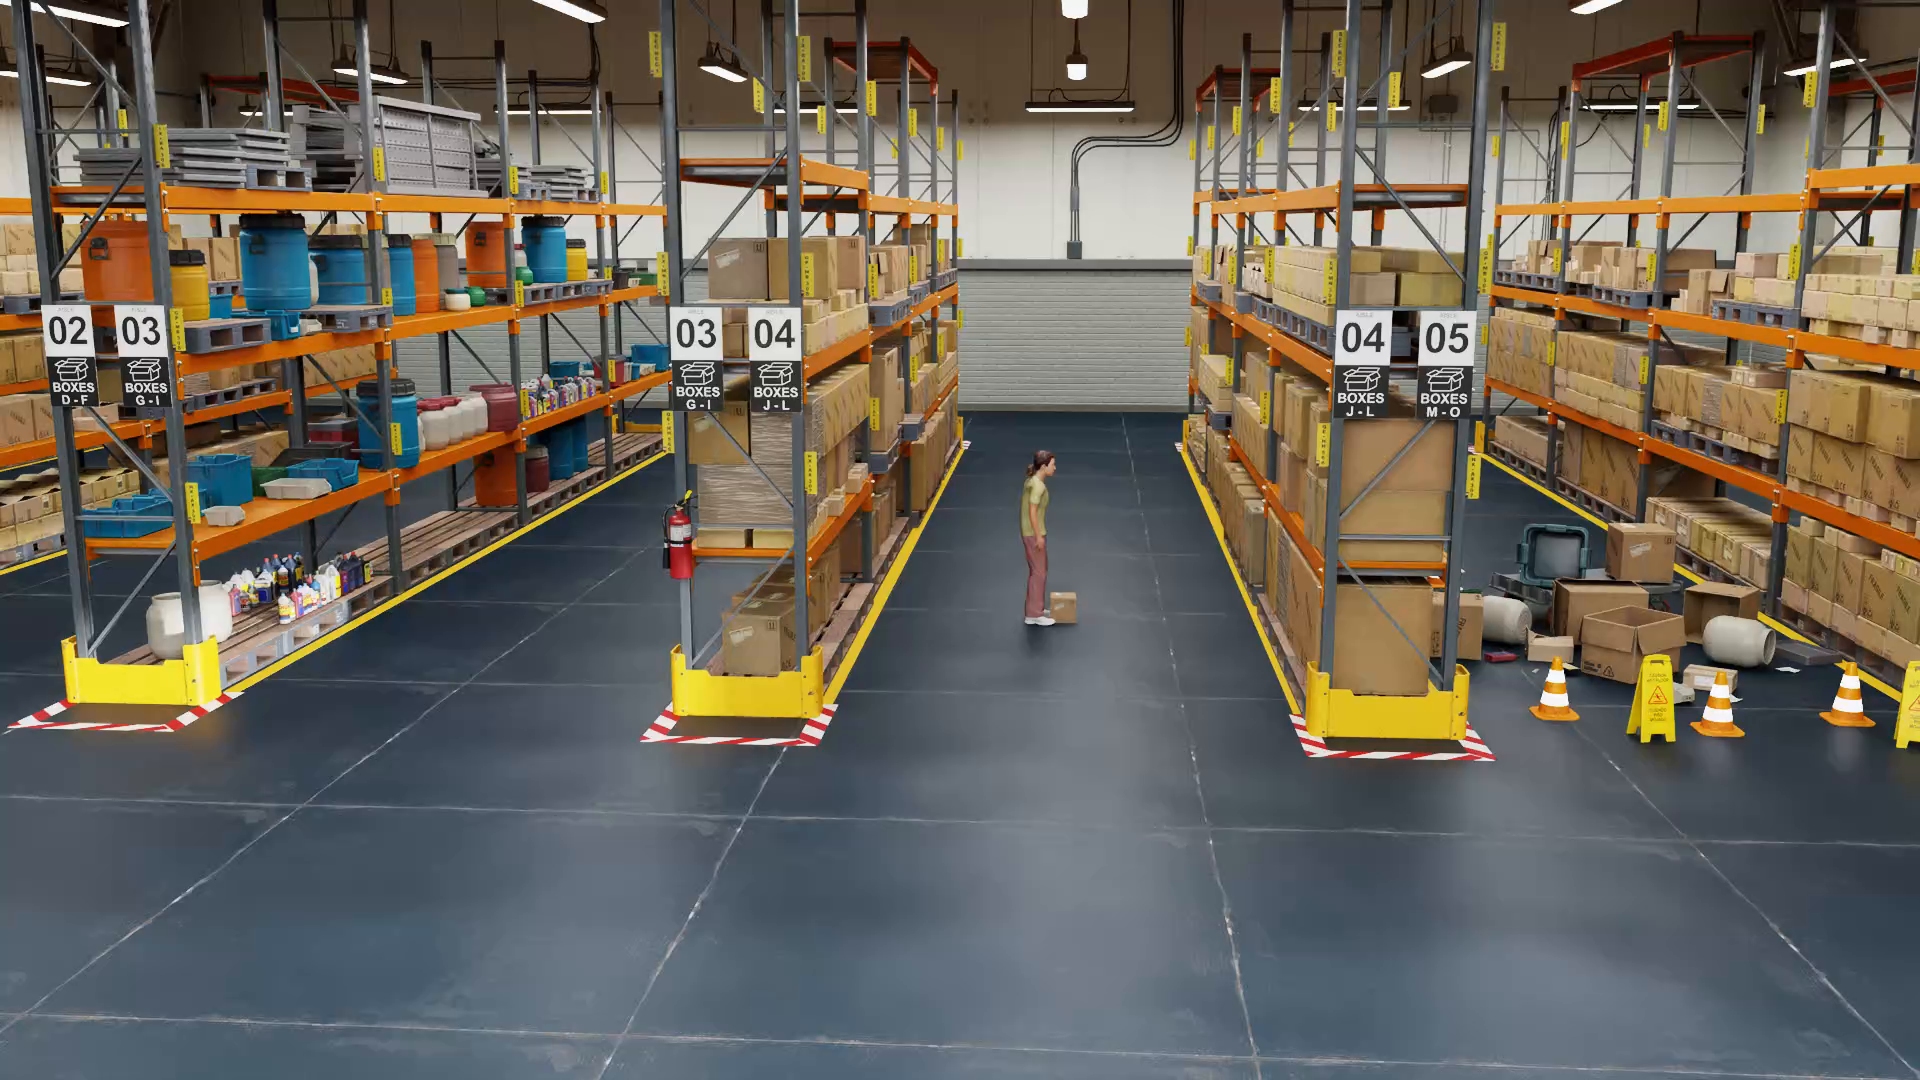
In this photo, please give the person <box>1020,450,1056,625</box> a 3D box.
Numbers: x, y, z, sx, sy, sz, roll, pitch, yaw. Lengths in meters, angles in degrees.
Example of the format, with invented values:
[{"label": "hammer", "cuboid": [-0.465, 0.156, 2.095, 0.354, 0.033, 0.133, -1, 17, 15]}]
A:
[{"label": "person", "cuboid": [0.760, -0.031, 16.134, 0.366, 1.658, 0.519, 0, 11, 0]}]
